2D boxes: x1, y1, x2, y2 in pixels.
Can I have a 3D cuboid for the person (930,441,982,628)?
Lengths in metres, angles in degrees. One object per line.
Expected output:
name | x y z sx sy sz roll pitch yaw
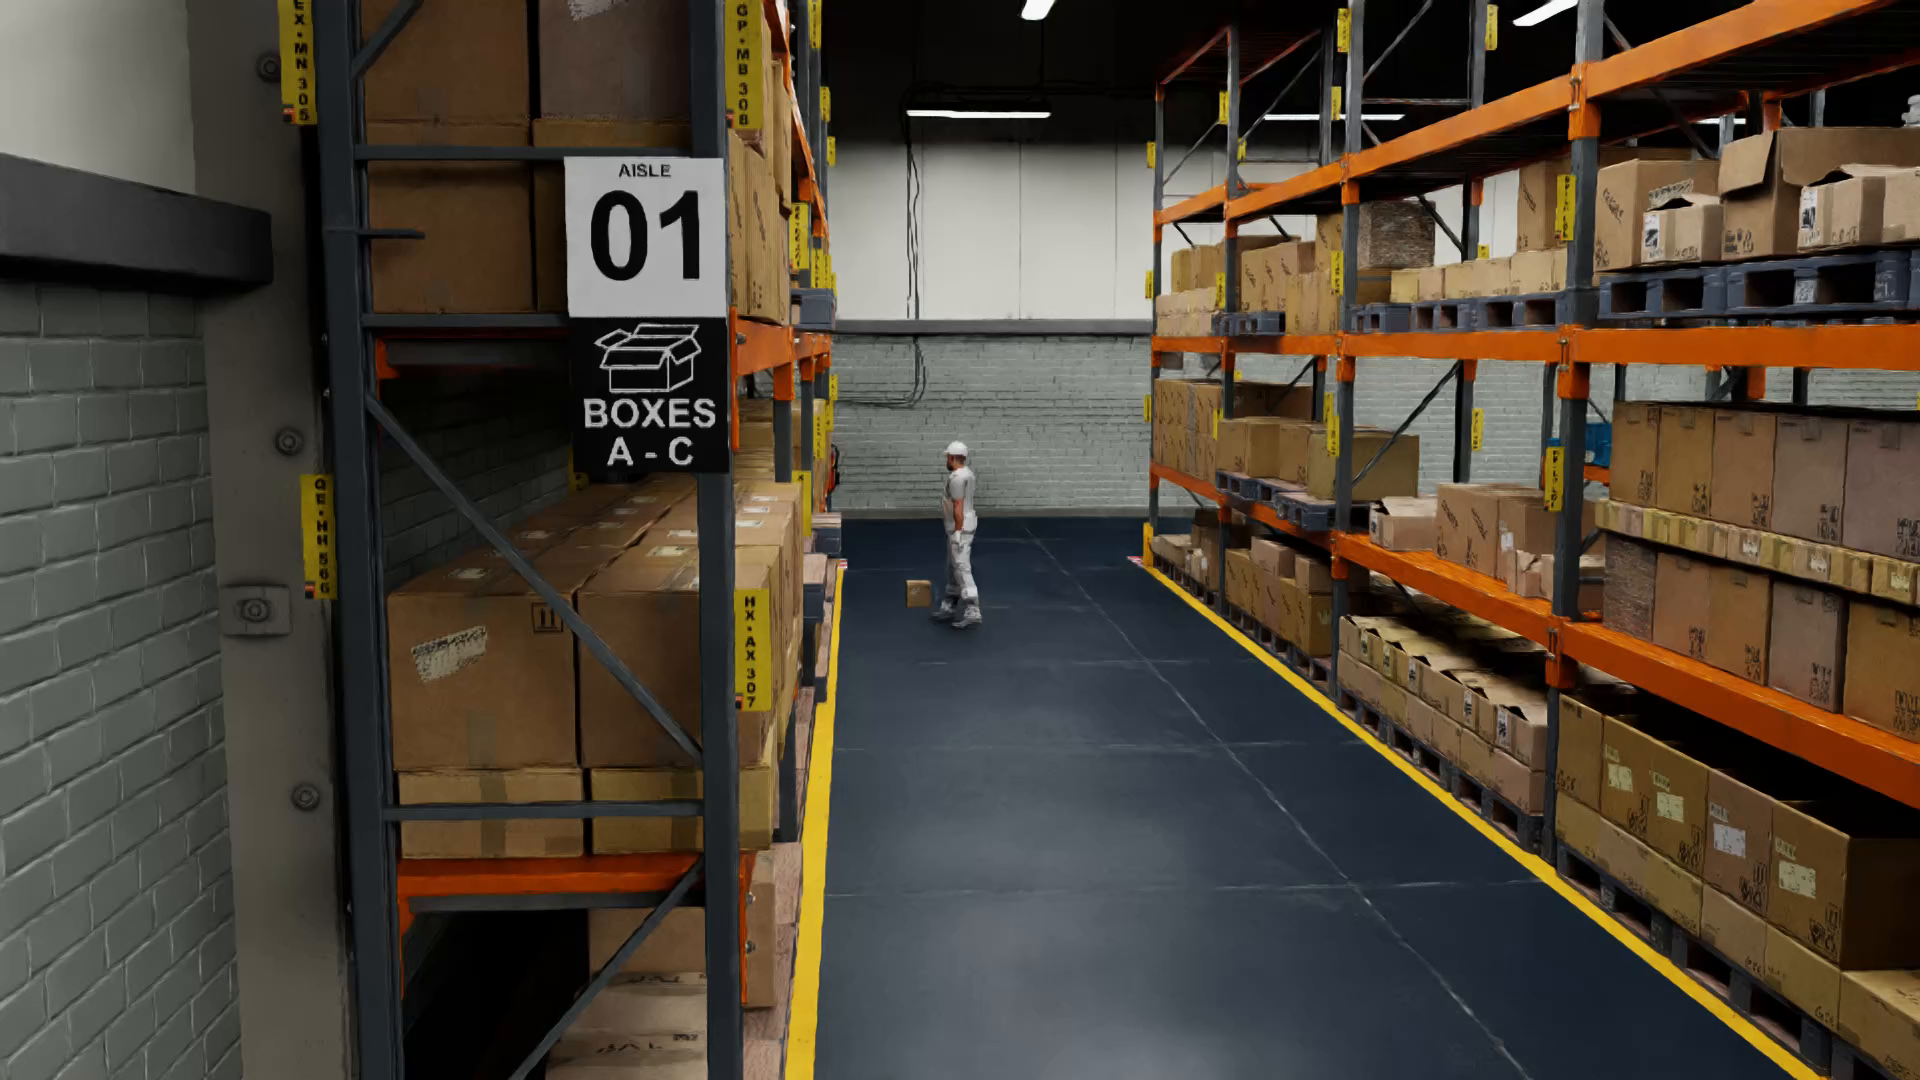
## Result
person | -0.027 -0.065 16.194 0.569 1.780 0.650 1 7 9
